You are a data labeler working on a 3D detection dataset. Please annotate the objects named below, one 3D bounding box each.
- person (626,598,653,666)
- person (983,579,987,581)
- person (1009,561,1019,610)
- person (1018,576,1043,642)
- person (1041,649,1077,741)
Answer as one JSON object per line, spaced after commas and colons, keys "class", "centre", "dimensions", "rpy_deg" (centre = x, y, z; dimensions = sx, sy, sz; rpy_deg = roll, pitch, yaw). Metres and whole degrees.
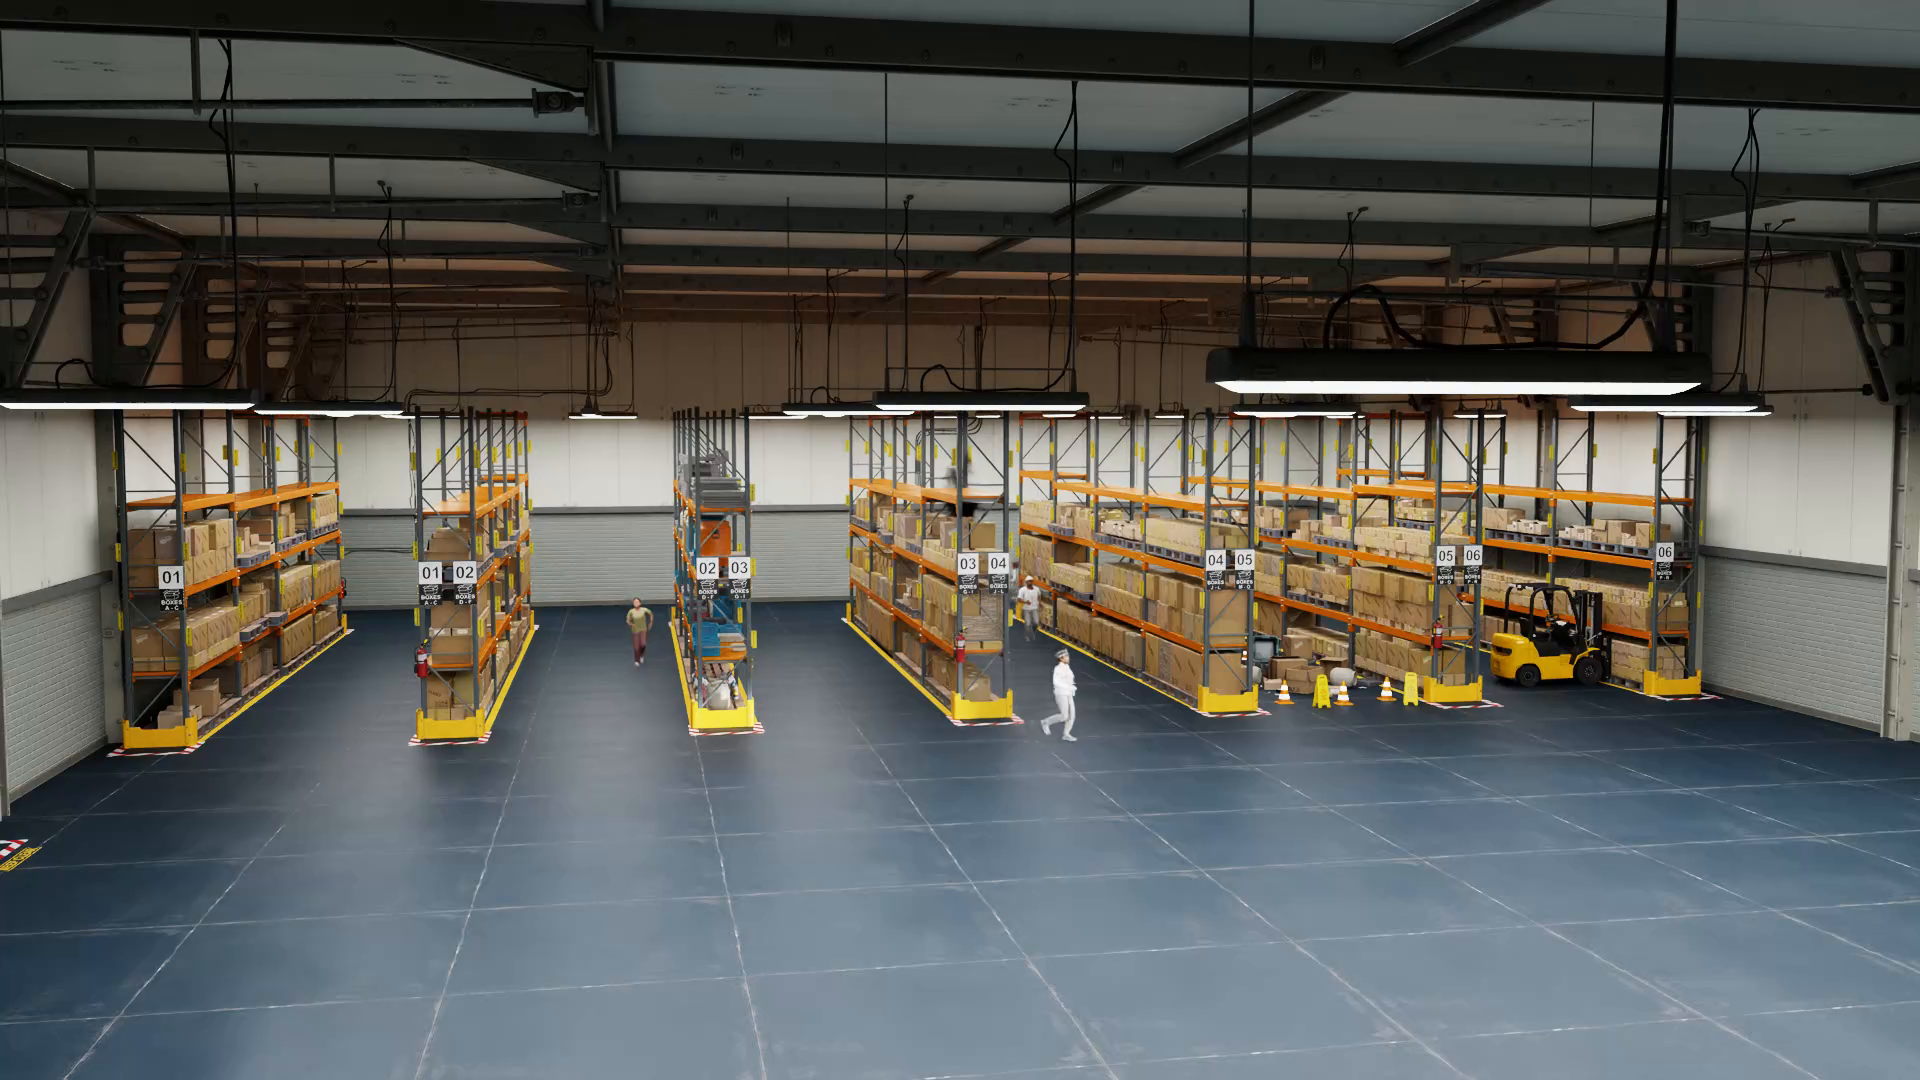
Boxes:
{"class": "person", "centre": [-7.471, 2.146, 38.765], "dimensions": [0.596, 1.622, 0.716], "rpy_deg": [-1, 4, -7]}
{"class": "person", "centre": [0.567, 1.448, 48.004], "dimensions": [0.699, 1.755, 0.813], "rpy_deg": [0, 4, 3]}
{"class": "person", "centre": [1.514, 1.403, 49.922], "dimensions": [0.723, 1.544, 0.656], "rpy_deg": [0, 4, 4]}
{"class": "person", "centre": [1.834, 1.790, 42.993], "dimensions": [0.684, 1.725, 0.626], "rpy_deg": [-1, 4, -12]}
{"class": "person", "centre": [1.801, 2.769, 29.835], "dimensions": [0.687, 1.659, 0.553], "rpy_deg": [2, 4, 25]}
